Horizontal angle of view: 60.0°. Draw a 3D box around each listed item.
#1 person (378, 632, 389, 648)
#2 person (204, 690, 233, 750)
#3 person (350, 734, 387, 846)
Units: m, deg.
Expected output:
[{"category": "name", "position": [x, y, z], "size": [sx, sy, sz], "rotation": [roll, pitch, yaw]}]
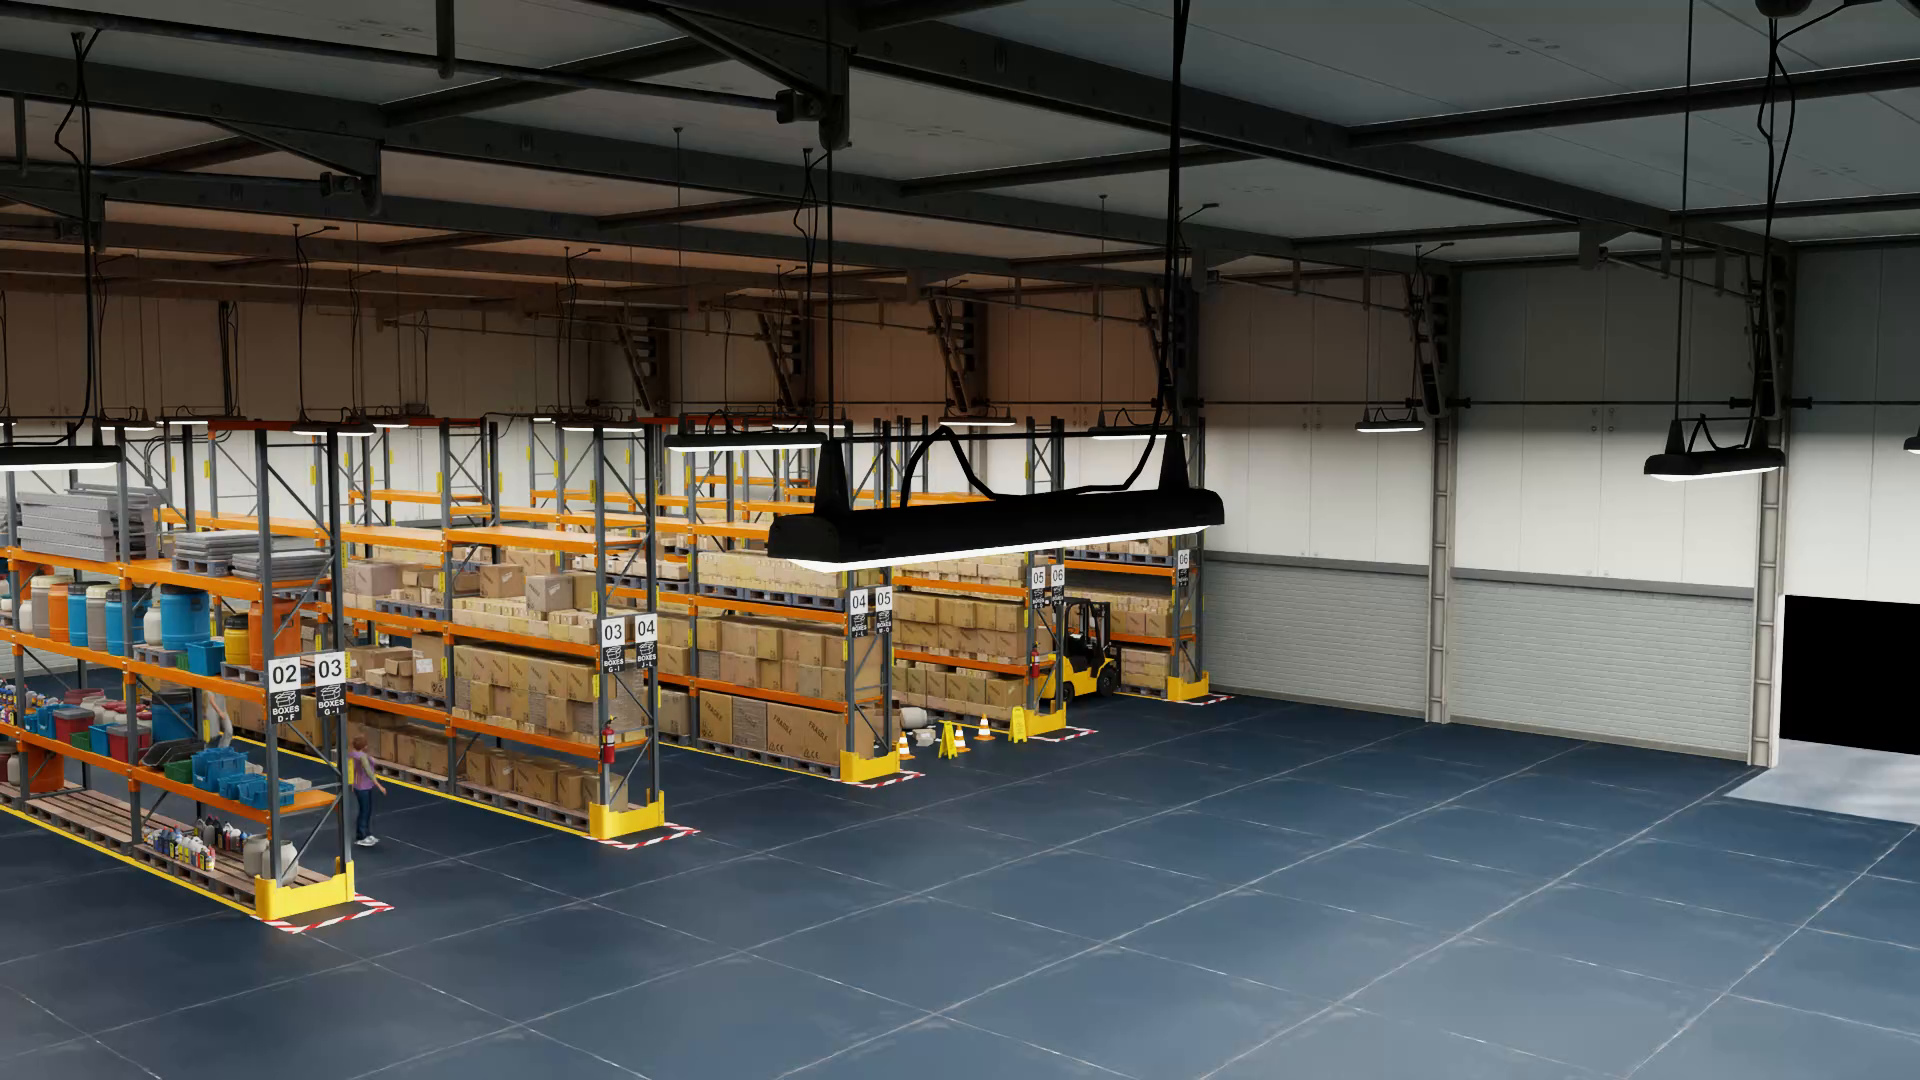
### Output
[{"category": "person", "position": [-14.460, 1.983, 41.775], "size": [0.612, 1.820, 0.401], "rotation": [-4, 6, -38]}, {"category": "person", "position": [-13.175, 3.076, 29.491], "size": [0.689, 1.625, 0.491], "rotation": [2, 5, 20]}, {"category": "person", "position": [-8.456, 3.574, 23.766], "size": [0.517, 1.625, 0.455], "rotation": [-1, 5, -14]}]
